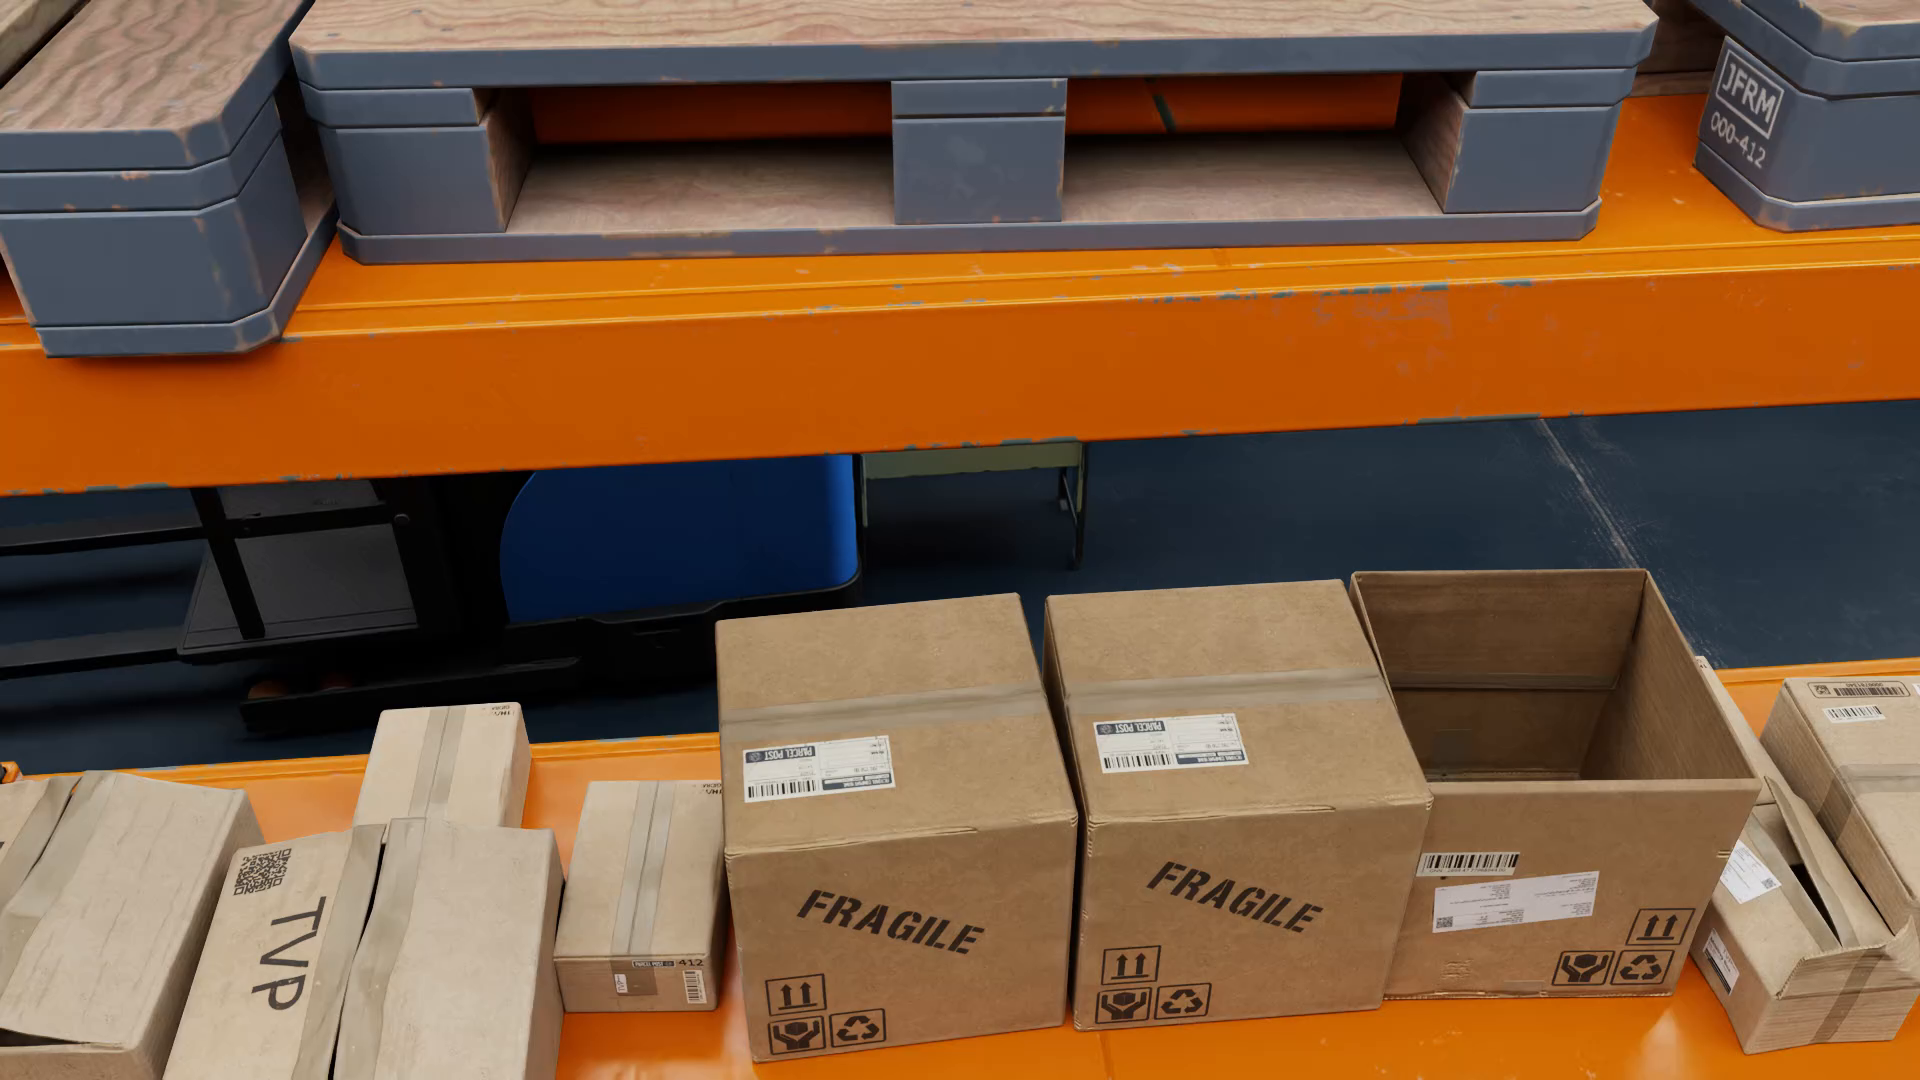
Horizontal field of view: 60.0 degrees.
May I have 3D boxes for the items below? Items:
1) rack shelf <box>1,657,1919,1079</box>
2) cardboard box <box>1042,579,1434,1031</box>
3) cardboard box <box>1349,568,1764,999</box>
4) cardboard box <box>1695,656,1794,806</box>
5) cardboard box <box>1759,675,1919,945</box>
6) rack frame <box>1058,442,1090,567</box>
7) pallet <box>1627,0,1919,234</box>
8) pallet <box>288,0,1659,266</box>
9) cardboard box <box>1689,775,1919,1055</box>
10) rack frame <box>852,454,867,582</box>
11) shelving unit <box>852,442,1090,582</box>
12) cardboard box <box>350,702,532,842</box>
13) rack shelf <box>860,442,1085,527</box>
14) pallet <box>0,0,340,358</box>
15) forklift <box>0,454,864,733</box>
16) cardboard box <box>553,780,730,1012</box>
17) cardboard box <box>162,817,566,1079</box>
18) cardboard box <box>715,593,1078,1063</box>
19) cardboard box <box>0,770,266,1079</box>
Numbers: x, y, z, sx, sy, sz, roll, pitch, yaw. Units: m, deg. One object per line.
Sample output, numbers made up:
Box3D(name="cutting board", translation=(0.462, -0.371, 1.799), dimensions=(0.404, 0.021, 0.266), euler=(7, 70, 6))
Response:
Box3D(name="rack shelf", translation=(0.208, 0.767, 2.937), dimensions=(4.000, 0.370, 1.077), euler=(-3, 38, -4))
Box3D(name="cardboard box", translation=(0.410, 0.424, 2.710), dimensions=(0.500, 0.500, 0.500), euler=(-3, 38, -4))
Box3D(name="cardboard box", translation=(0.909, 0.397, 2.745), dimensions=(0.500, 0.500, 0.500), euler=(-1, 38, -1))
Box3D(name="cardboard box", translation=(1.300, 0.396, 3.029), dimensions=(0.250, 0.149, 0.380), euler=(-3, 38, -4))
Box3D(name="cardboard box", translation=(1.714, 0.488, 2.831), dimensions=(0.500, 0.250, 0.500), euler=(-1, 38, -1))
Box3D(name="rack frame", translation=(0.383, -0.619, 5.322), dimensions=(0.023, 1.500, 0.400), euler=(-4, 39, -5))
Box3D(name="pallet", translation=(1.323, -0.671, 1.911), dimensions=(1.217, 0.209, 0.805), euler=(-5, 39, -6))
Box3D(name="pallet", translation=(-0.002, -0.664, 1.901), dimensions=(1.213, 0.211, 1.003), euler=(-1, 38, -2))
Box3D(name="cardboard box", translation=(1.341, 0.590, 2.690), dimensions=(0.258, 0.266, 0.396), euler=(-4, 38, -5))
Box3D(name="rack frame", translation=(-0.345, -0.569, 5.258), dimensions=(0.023, 1.500, 0.400), euler=(-4, 39, -5))
Box3D(name="shelving unit", translation=(0.019, -0.594, 5.290), dimensions=(0.755, 1.500, 0.431), euler=(-4, 39, -5))
Box3D(name="cardboard box", translation=(-0.913, 0.473, 2.931), dimensions=(0.250, 0.149, 0.380), euler=(-3, 38, -4))
Box3D(name="rack shelf", translation=(0.019, -0.339, 5.493), dimensions=(0.720, 0.370, 0.431), euler=(-4, 39, -5))
Box3D(name="pallet", translation=(-1.116, -0.601, 1.821), dimensions=(1.003, 0.211, 1.213), euler=(-1, 38, -2))
Box3D(name="forklift", translation=(-1.870, -0.923, 4.553), dimensions=(3.031, 2.935, 1.130), euler=(-6, 39, -8))
Box3D(name="cardboard box", translation=(-0.519, 0.589, 2.785), dimensions=(0.250, 0.149, 0.380), euler=(0, 38, -1))
Box3D(name="cardboard box", translation=(-0.876, 0.700, 2.513), dimensions=(0.500, 0.311, 0.500), euler=(-4, 38, -5))
Box3D(name="cardboard box", translation=(-0.114, 0.453, 2.673), dimensions=(0.500, 0.500, 0.500), euler=(-5, 39, -6))
Box3D(name="cardboard box", translation=(-1.418, 0.637, 2.593), dimensions=(0.500, 0.311, 0.500), euler=(-1, 38, -1))
